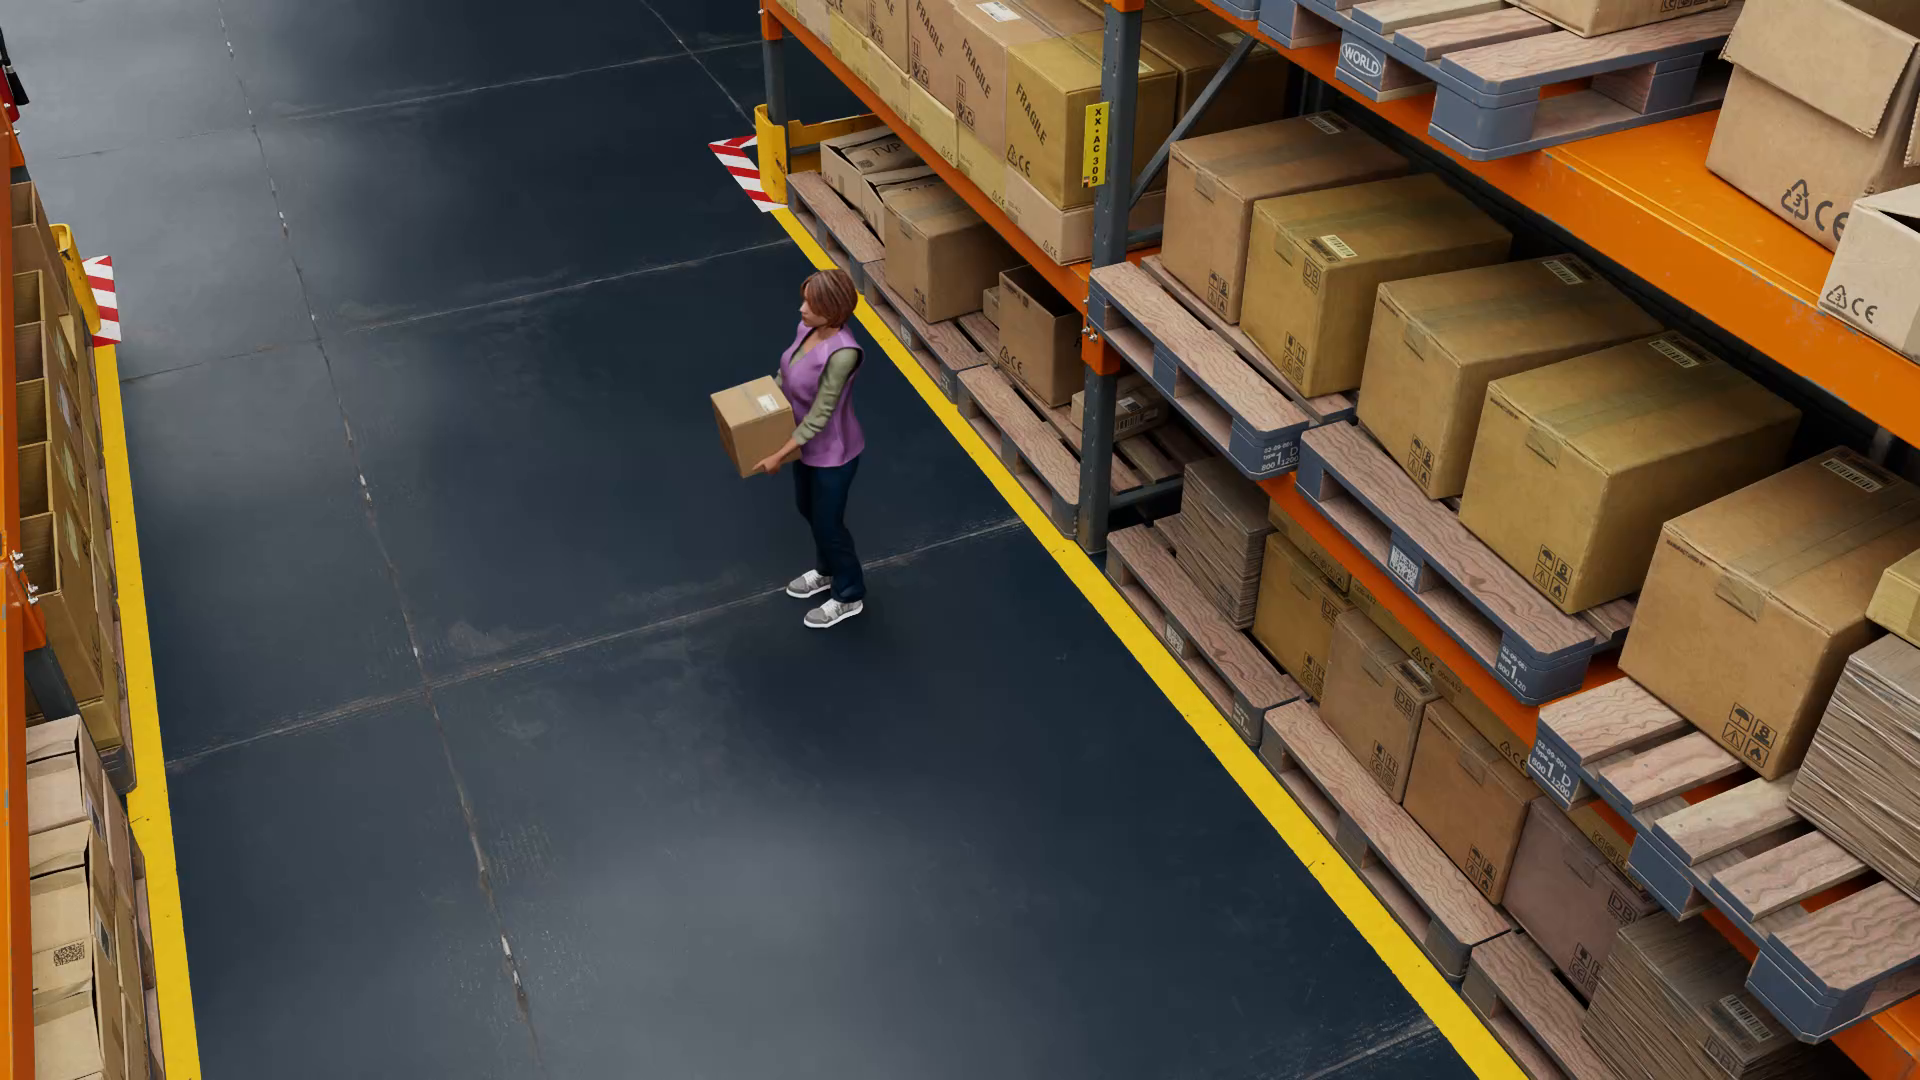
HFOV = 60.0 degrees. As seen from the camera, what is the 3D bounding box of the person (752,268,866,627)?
[{"bbox_3d":[-0.623,-0.343,6.609,0.500,1.587,0.405,-15,40,-19],"label":"person"}]
